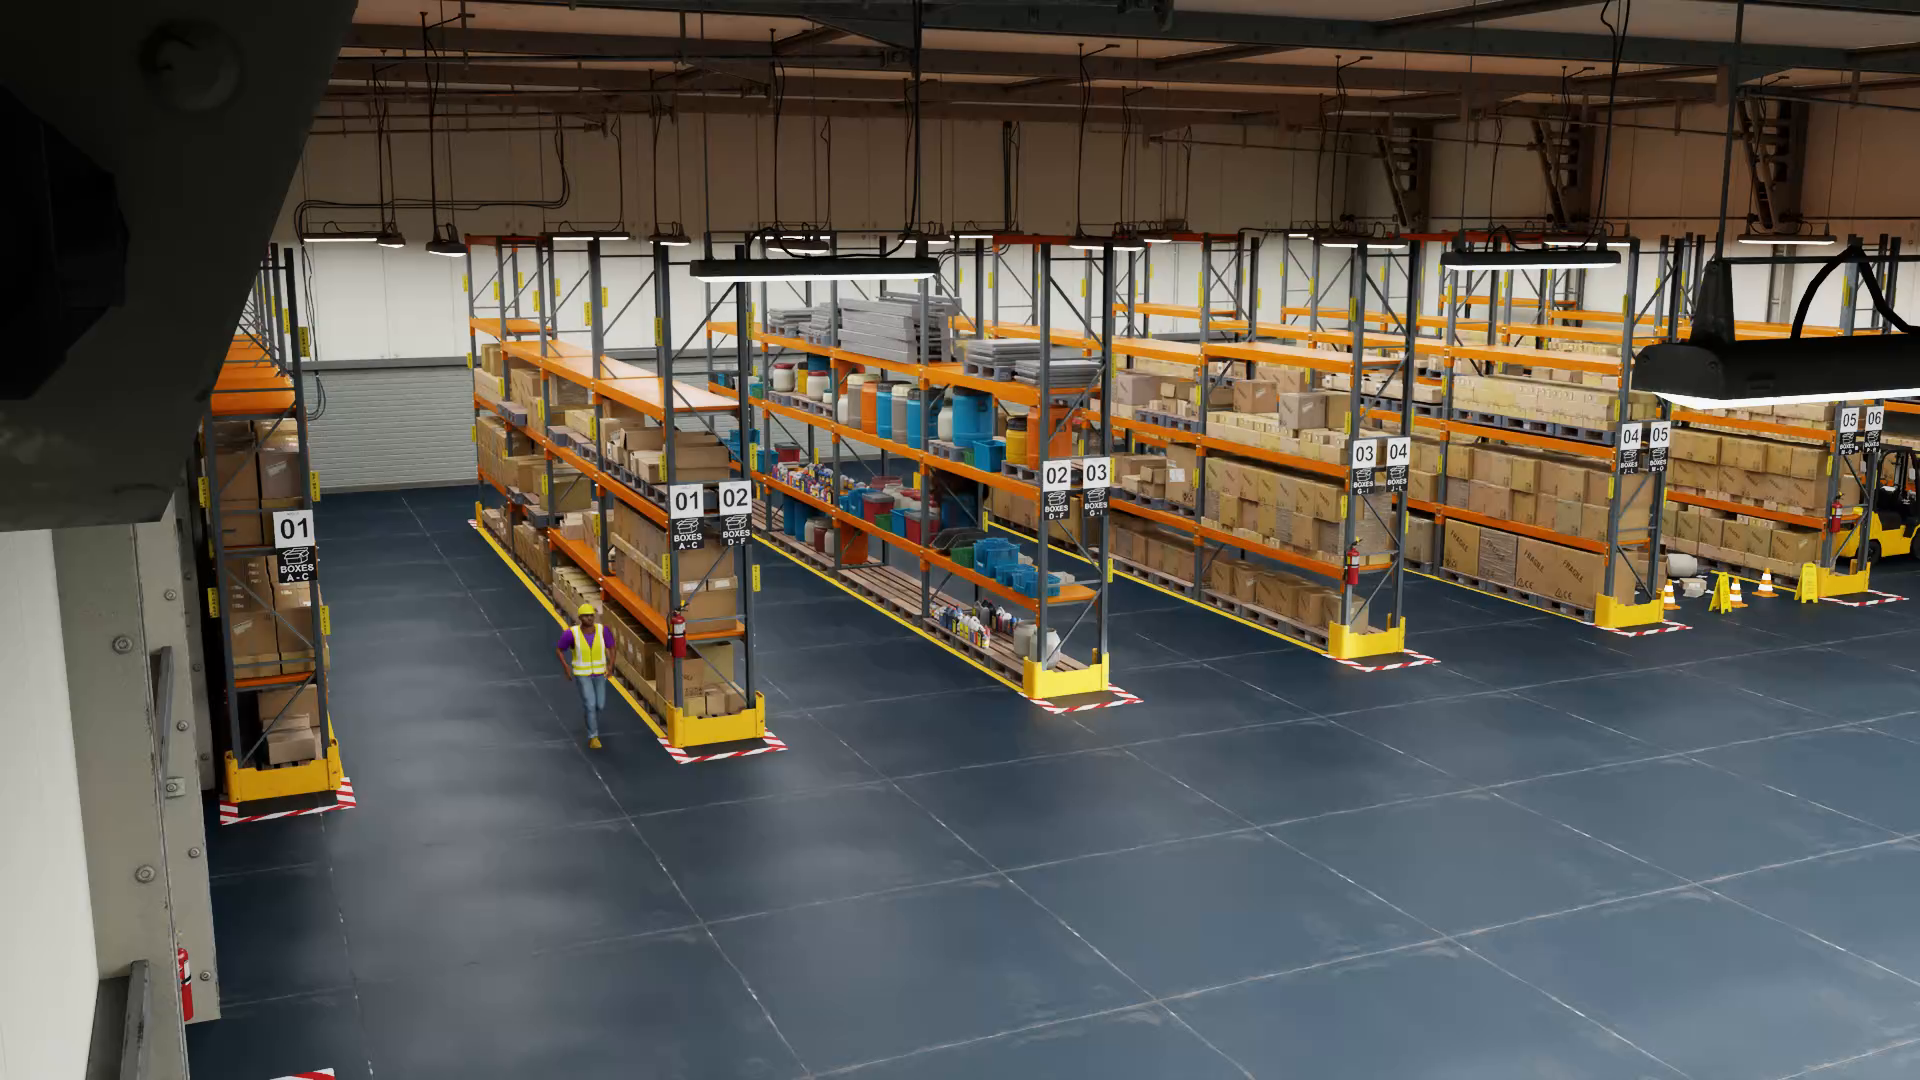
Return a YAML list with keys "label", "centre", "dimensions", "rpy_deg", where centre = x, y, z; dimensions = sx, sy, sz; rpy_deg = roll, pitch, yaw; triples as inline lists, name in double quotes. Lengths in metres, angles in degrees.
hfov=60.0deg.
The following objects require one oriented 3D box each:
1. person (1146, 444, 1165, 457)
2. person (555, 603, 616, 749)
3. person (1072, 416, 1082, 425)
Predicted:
- label: "person"
  centre: [4.867, -2.514, 41.609]
  dimensions: [0.678, 1.793, 0.733]
  rpy_deg: [8, 13, 35]
- label: "person"
  centre: [-4.541, 1.611, 20.275]
  dimensions: [0.719, 1.743, 0.788]
  rpy_deg: [-6, 12, -27]
- label: "person"
  centre: [2.610, -2.393, 40.926]
  dimensions: [0.709, 1.697, 0.949]
  rpy_deg: [8, 14, 37]
